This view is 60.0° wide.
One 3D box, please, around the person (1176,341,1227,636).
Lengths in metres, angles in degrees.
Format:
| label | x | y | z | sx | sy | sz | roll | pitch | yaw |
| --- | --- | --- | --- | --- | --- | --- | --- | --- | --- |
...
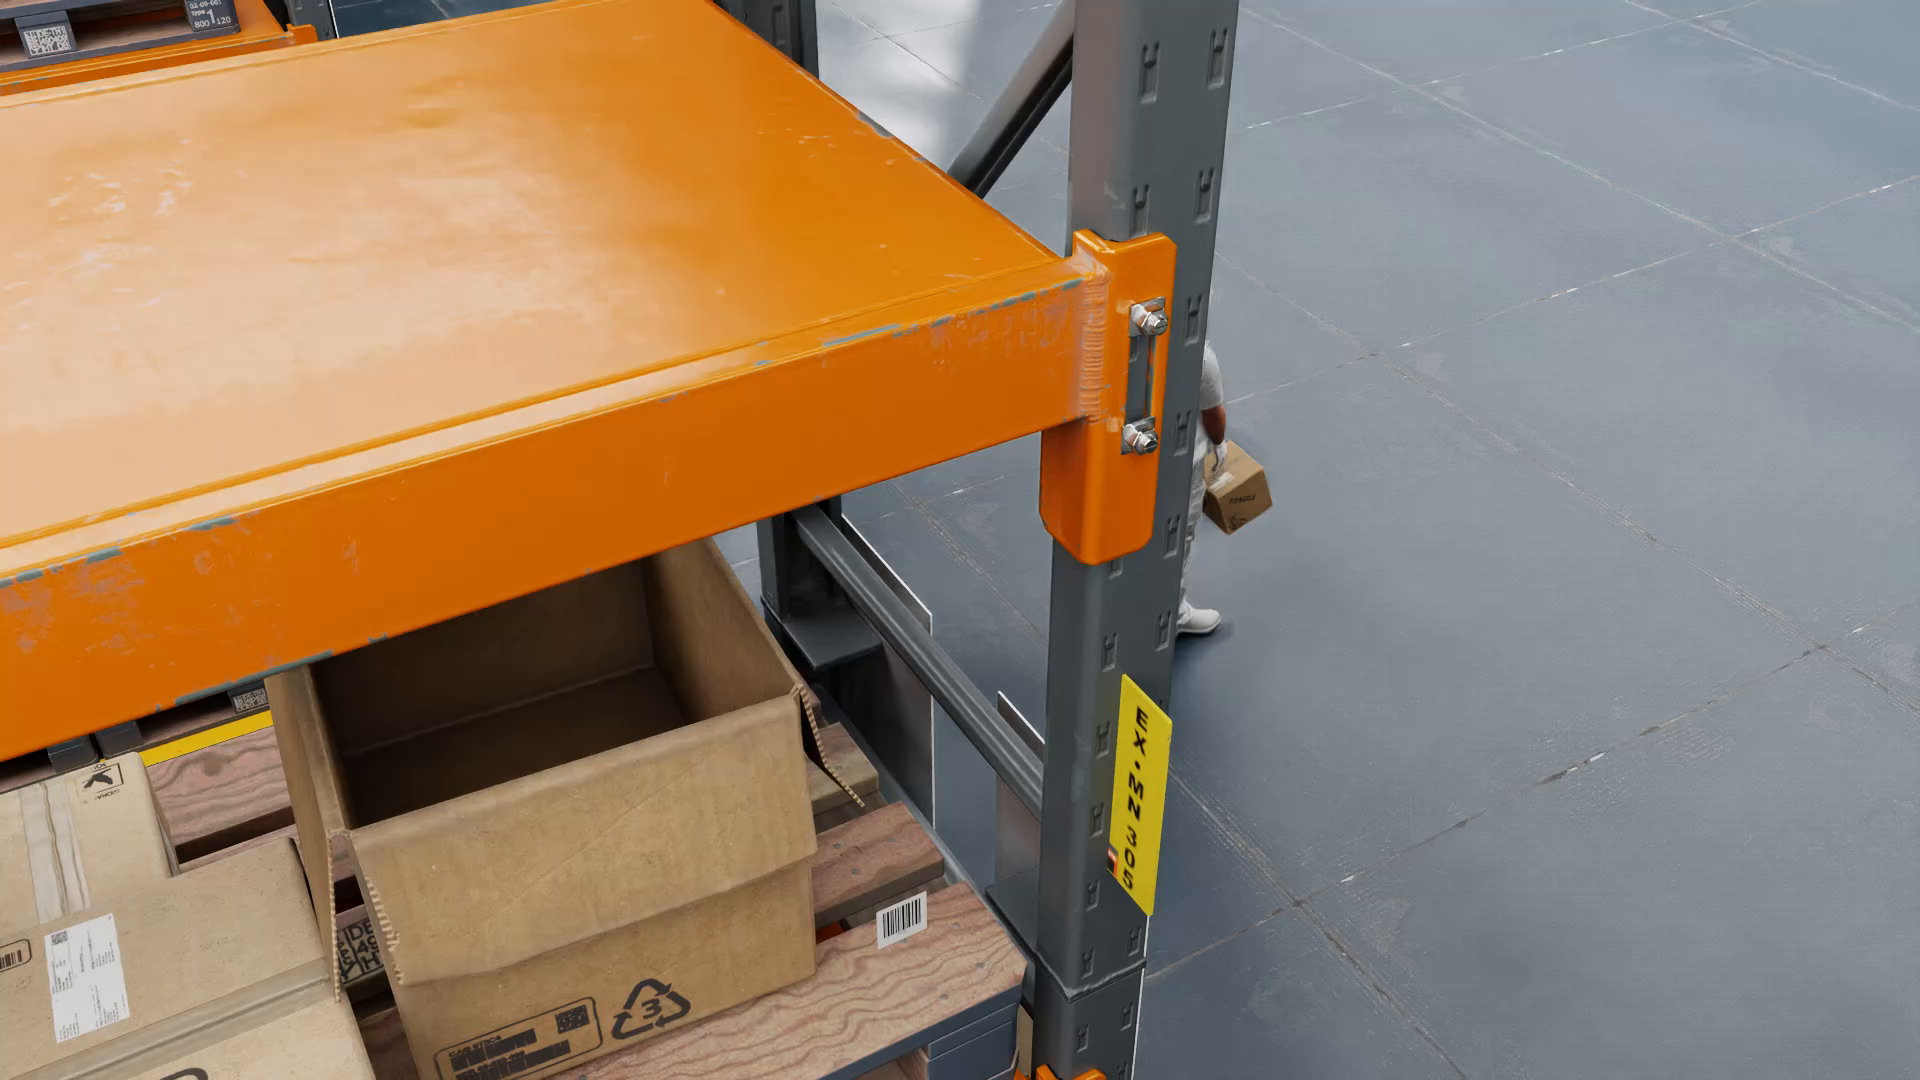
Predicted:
| label | x | y | z | sx | sy | sz | roll | pitch | yaw |
| --- | --- | --- | --- | --- | --- | --- | --- | --- | --- |
| person | 0.886 | -0.389 | 7.131 | 0.613 | 1.788 | 0.430 | 20 | 41 | 25 |
